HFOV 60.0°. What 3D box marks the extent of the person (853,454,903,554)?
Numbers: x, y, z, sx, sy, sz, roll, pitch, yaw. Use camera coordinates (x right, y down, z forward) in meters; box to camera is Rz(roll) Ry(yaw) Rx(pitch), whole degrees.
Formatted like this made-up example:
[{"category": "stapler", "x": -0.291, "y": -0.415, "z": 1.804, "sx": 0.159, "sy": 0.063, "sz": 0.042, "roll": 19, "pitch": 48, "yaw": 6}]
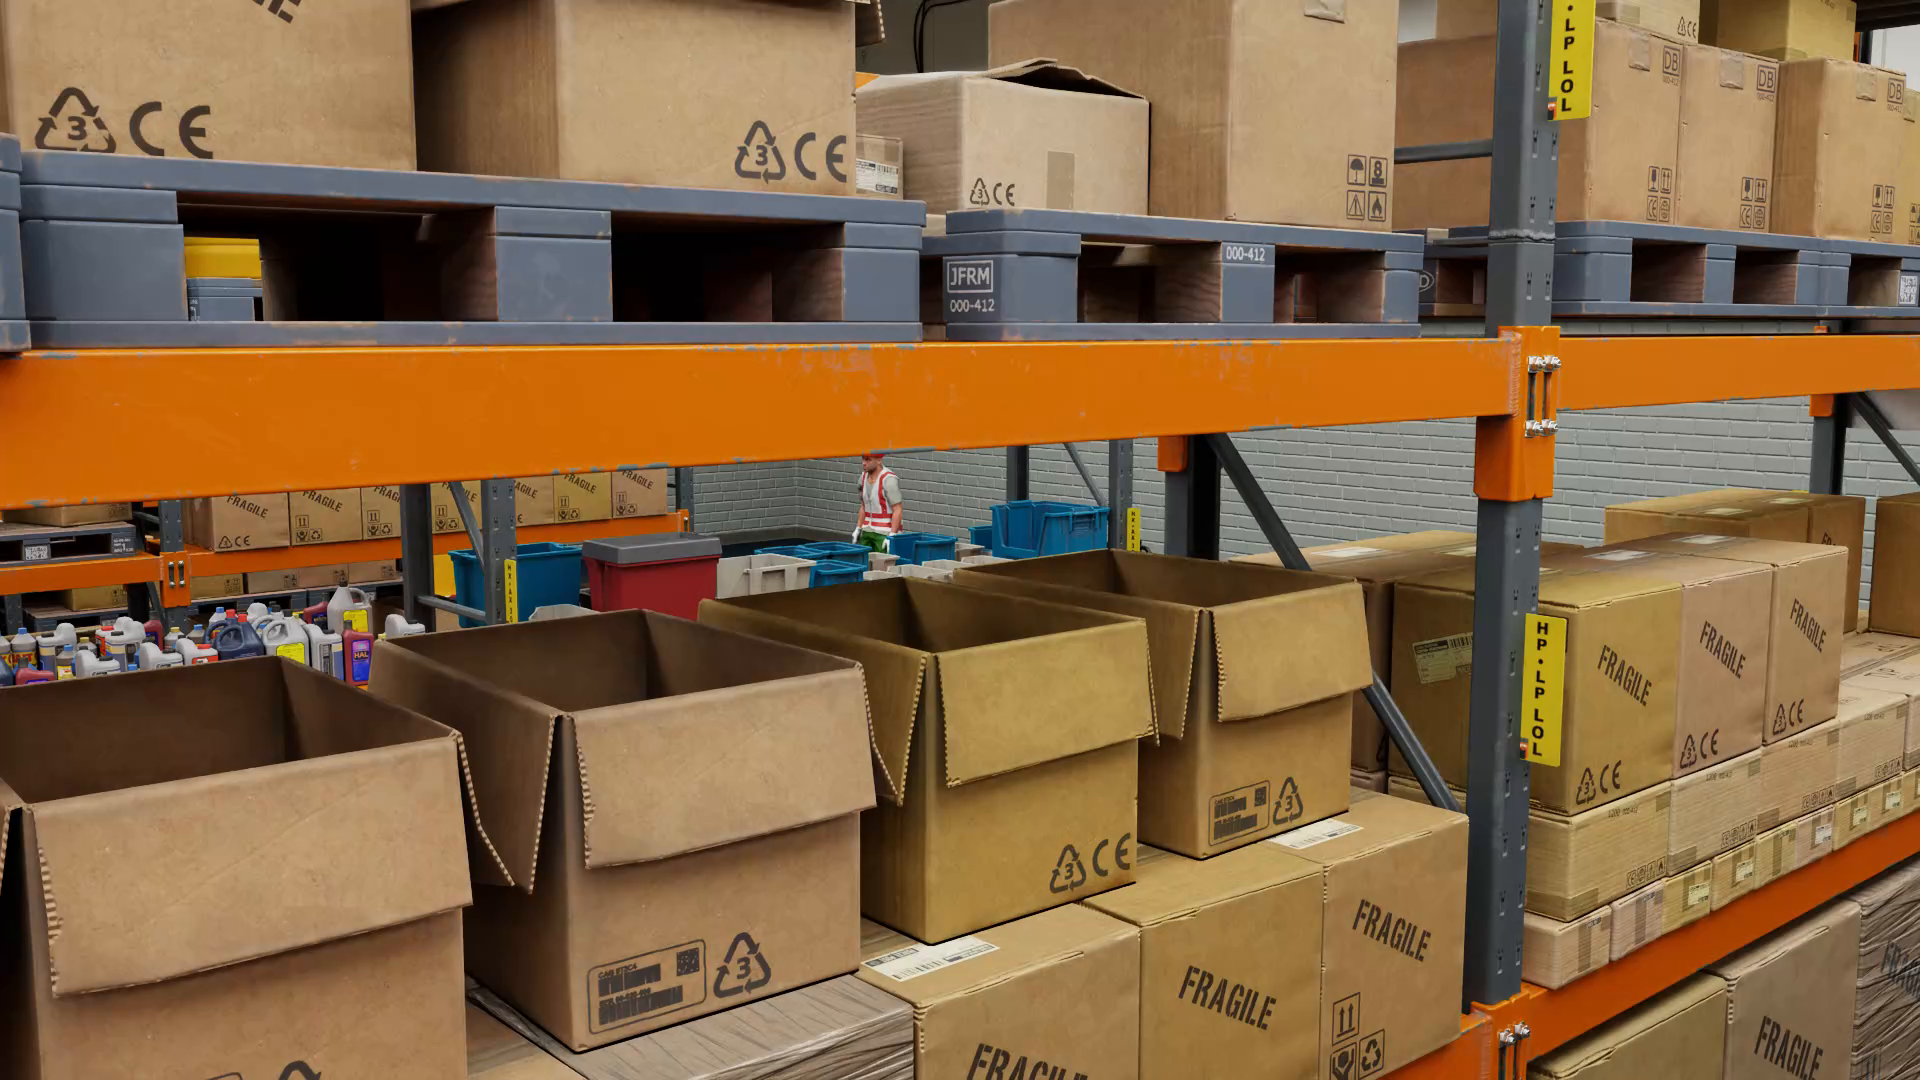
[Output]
[{"category": "person", "x": -0.779, "y": -0.035, "z": 15.490, "sx": 0.449, "sy": 1.779, "sz": 0.608, "roll": -6, "pitch": 10, "yaw": -40}]
